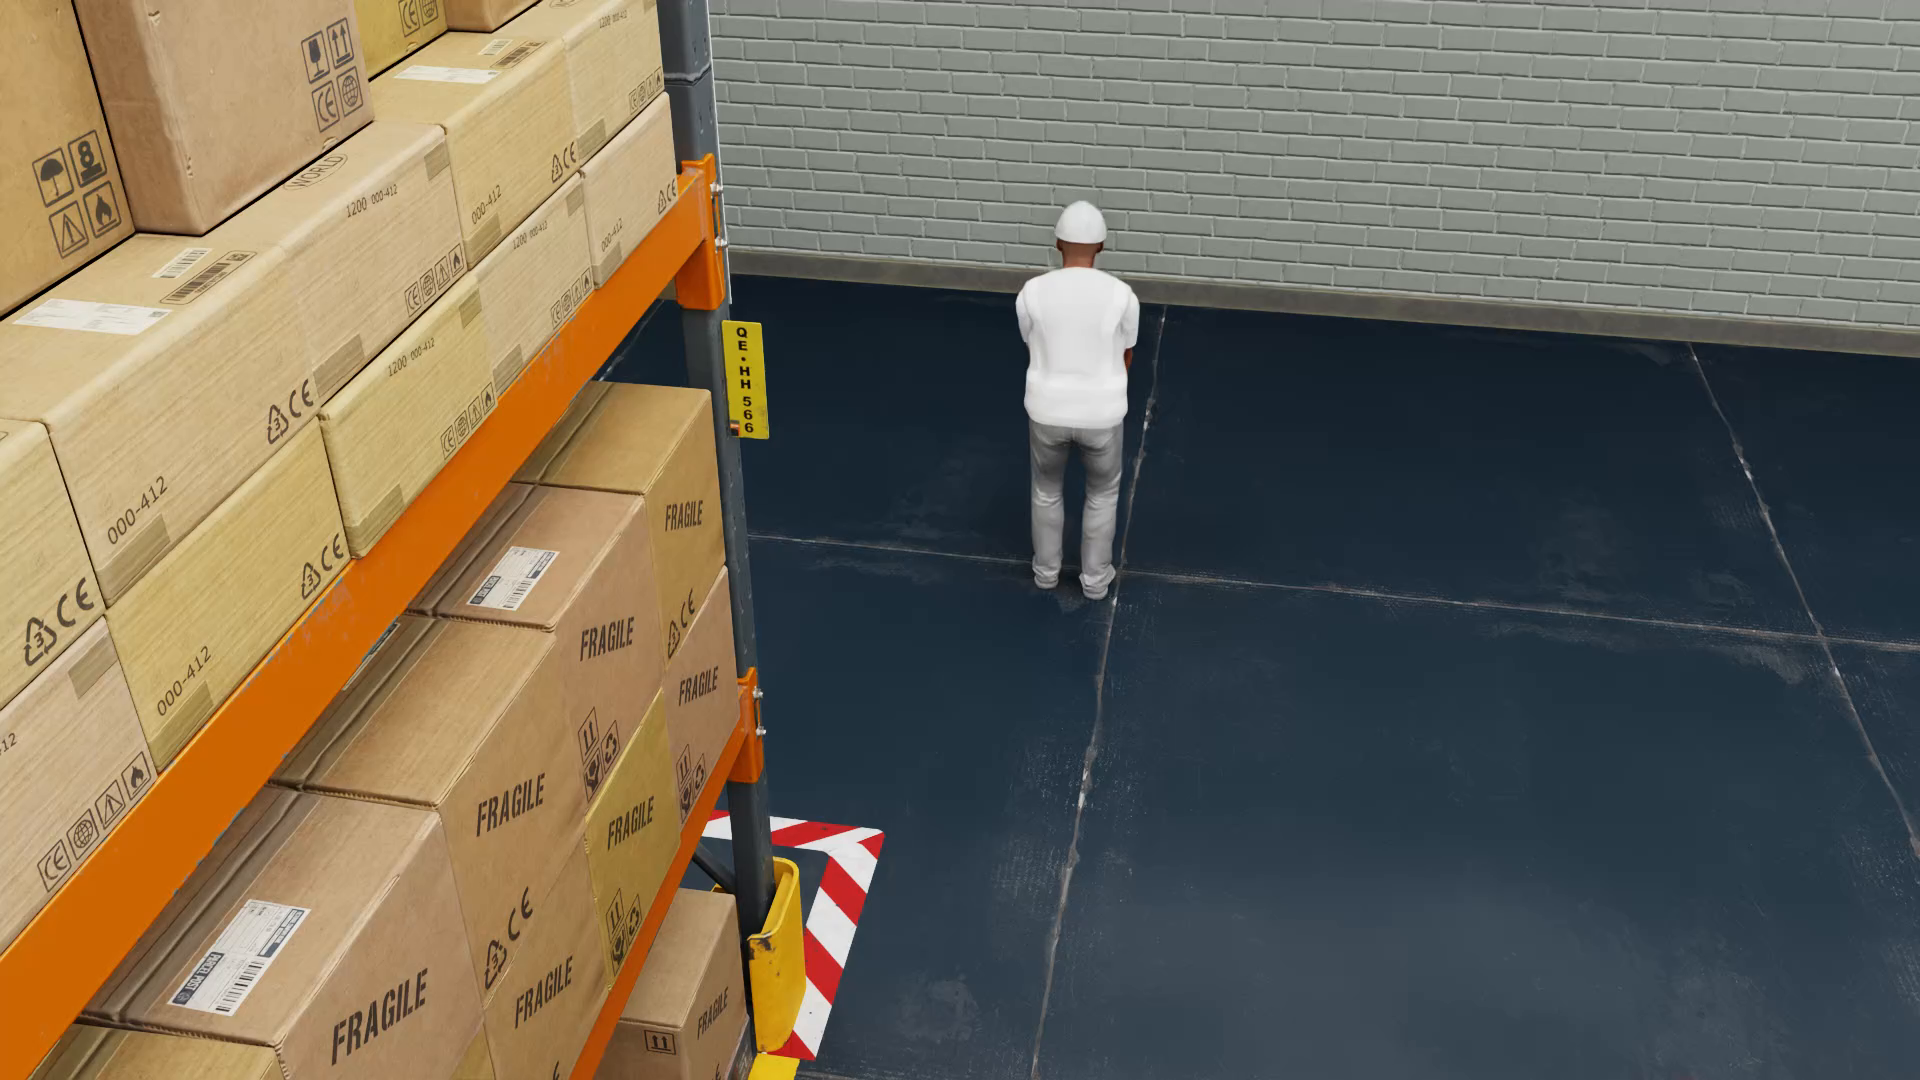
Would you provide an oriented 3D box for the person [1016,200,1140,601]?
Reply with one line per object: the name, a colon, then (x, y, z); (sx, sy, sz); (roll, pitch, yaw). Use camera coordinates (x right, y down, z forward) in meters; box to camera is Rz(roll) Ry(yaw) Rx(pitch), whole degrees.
person: (0.488, -0.593, 7.076); (0.503, 1.743, 0.591); (5, 33, 7)
